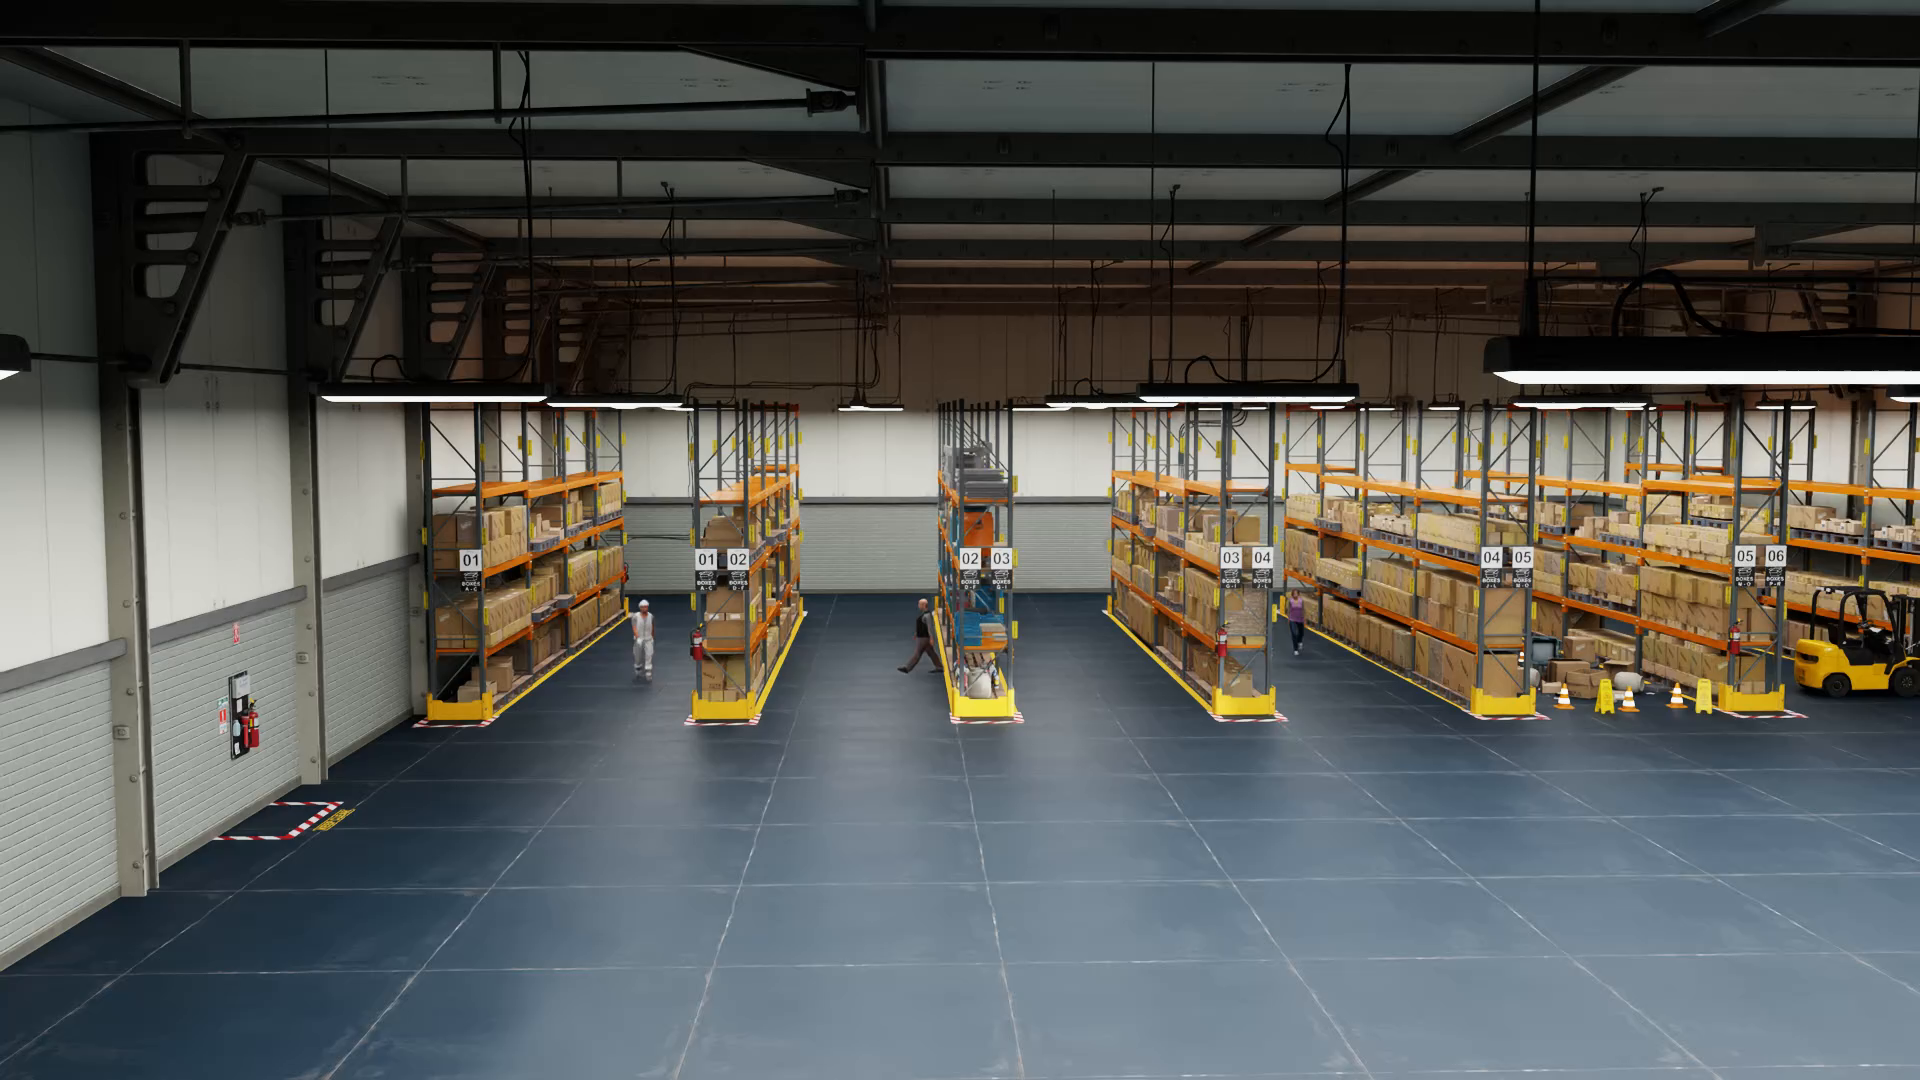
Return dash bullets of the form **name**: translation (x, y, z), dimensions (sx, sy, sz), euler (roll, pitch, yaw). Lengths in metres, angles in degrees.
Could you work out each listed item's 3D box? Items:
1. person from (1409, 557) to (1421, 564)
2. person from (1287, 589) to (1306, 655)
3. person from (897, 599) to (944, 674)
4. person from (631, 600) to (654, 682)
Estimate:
- **person**: translation (14.263, 0.967, 52.029), dimensions (0.659, 1.577, 0.428), euler (-3, 5, -32)
- **person**: translation (8.034, 1.923, 39.689), dimensions (0.442, 1.559, 0.852), euler (0, 4, 6)
- **person**: translation (-0.868, 2.113, 36.374), dimensions (1.038, 1.655, 0.569), euler (0, 4, -4)
- **person**: translation (-6.769, 2.148, 35.628), dimensions (0.510, 1.721, 1.068), euler (-2, 5, -20)
